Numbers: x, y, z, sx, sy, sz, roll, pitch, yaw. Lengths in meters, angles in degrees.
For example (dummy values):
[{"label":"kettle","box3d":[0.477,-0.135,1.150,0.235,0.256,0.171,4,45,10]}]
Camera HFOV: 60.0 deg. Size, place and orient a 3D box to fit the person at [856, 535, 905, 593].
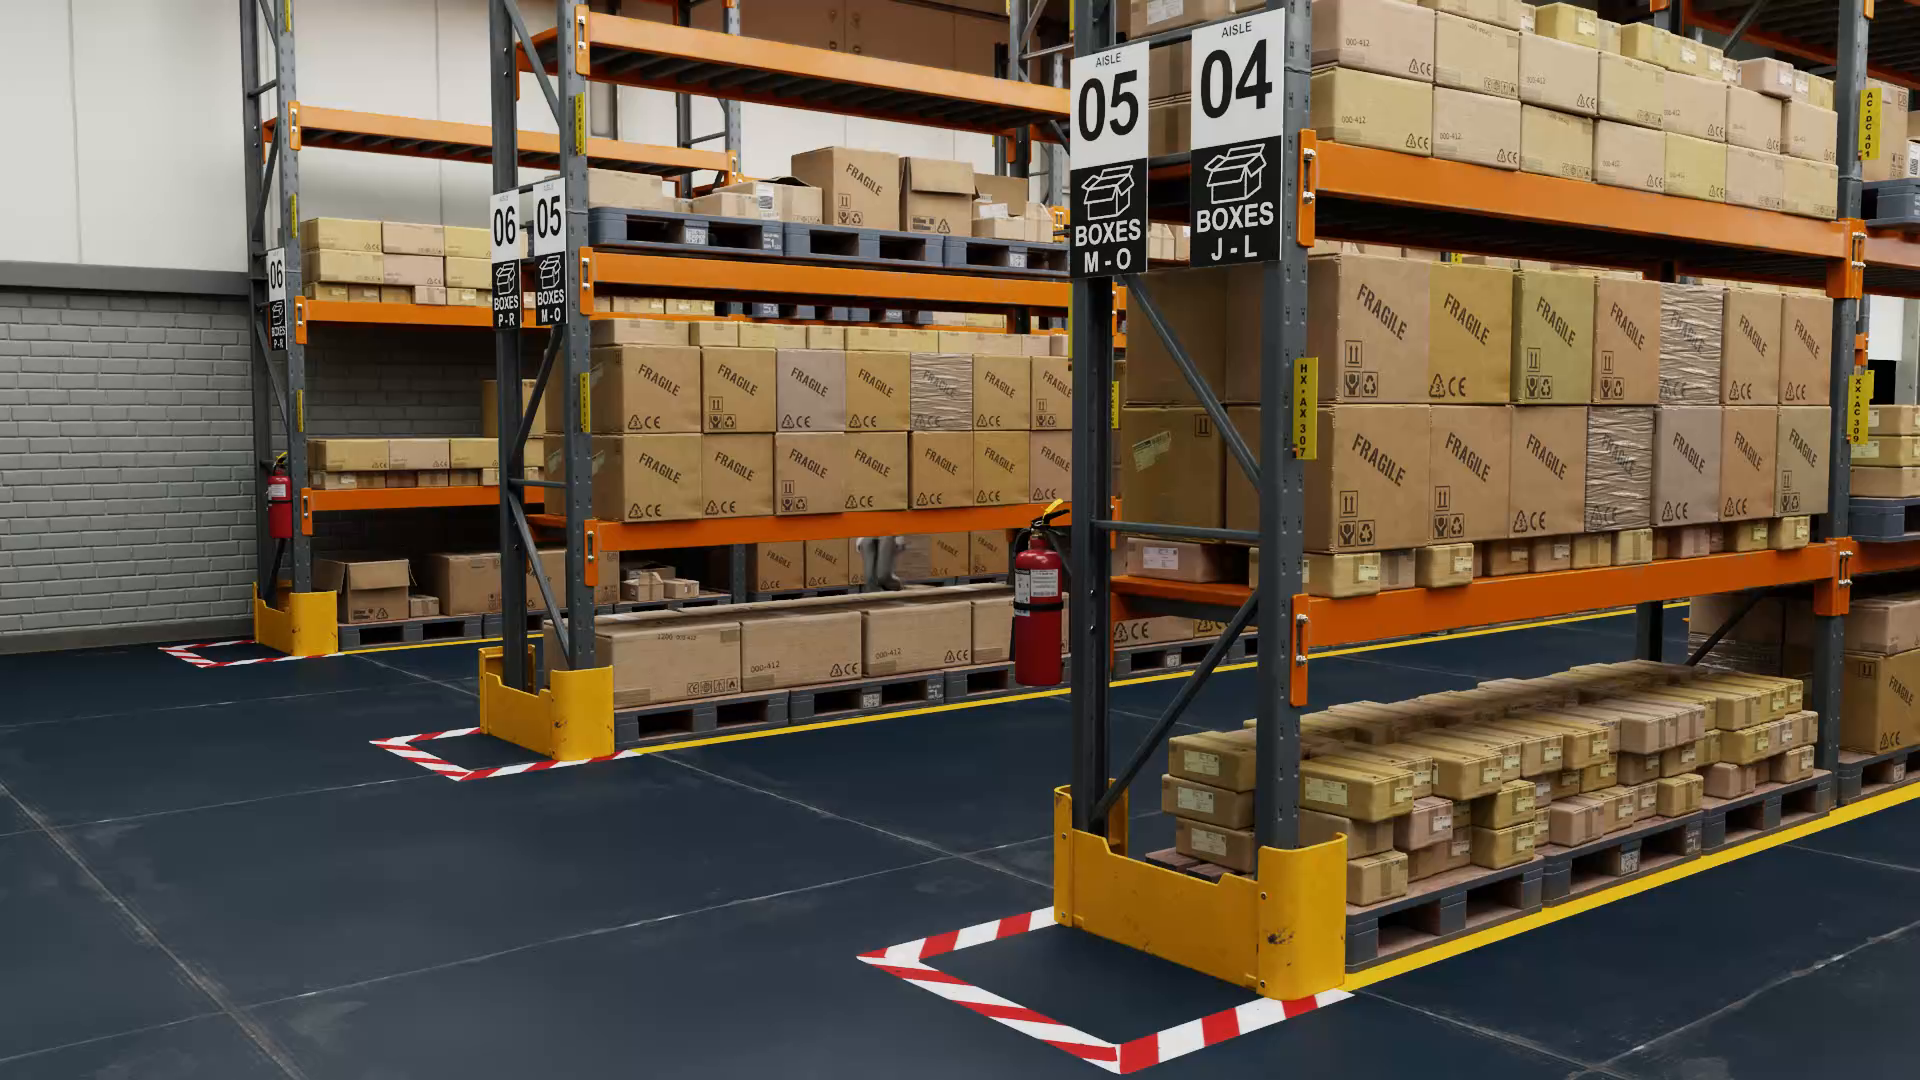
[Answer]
[{"label":"person","box3d":[3.735,-0.257,14.047,7.935,2.202,5.089,3,5,37]}]
